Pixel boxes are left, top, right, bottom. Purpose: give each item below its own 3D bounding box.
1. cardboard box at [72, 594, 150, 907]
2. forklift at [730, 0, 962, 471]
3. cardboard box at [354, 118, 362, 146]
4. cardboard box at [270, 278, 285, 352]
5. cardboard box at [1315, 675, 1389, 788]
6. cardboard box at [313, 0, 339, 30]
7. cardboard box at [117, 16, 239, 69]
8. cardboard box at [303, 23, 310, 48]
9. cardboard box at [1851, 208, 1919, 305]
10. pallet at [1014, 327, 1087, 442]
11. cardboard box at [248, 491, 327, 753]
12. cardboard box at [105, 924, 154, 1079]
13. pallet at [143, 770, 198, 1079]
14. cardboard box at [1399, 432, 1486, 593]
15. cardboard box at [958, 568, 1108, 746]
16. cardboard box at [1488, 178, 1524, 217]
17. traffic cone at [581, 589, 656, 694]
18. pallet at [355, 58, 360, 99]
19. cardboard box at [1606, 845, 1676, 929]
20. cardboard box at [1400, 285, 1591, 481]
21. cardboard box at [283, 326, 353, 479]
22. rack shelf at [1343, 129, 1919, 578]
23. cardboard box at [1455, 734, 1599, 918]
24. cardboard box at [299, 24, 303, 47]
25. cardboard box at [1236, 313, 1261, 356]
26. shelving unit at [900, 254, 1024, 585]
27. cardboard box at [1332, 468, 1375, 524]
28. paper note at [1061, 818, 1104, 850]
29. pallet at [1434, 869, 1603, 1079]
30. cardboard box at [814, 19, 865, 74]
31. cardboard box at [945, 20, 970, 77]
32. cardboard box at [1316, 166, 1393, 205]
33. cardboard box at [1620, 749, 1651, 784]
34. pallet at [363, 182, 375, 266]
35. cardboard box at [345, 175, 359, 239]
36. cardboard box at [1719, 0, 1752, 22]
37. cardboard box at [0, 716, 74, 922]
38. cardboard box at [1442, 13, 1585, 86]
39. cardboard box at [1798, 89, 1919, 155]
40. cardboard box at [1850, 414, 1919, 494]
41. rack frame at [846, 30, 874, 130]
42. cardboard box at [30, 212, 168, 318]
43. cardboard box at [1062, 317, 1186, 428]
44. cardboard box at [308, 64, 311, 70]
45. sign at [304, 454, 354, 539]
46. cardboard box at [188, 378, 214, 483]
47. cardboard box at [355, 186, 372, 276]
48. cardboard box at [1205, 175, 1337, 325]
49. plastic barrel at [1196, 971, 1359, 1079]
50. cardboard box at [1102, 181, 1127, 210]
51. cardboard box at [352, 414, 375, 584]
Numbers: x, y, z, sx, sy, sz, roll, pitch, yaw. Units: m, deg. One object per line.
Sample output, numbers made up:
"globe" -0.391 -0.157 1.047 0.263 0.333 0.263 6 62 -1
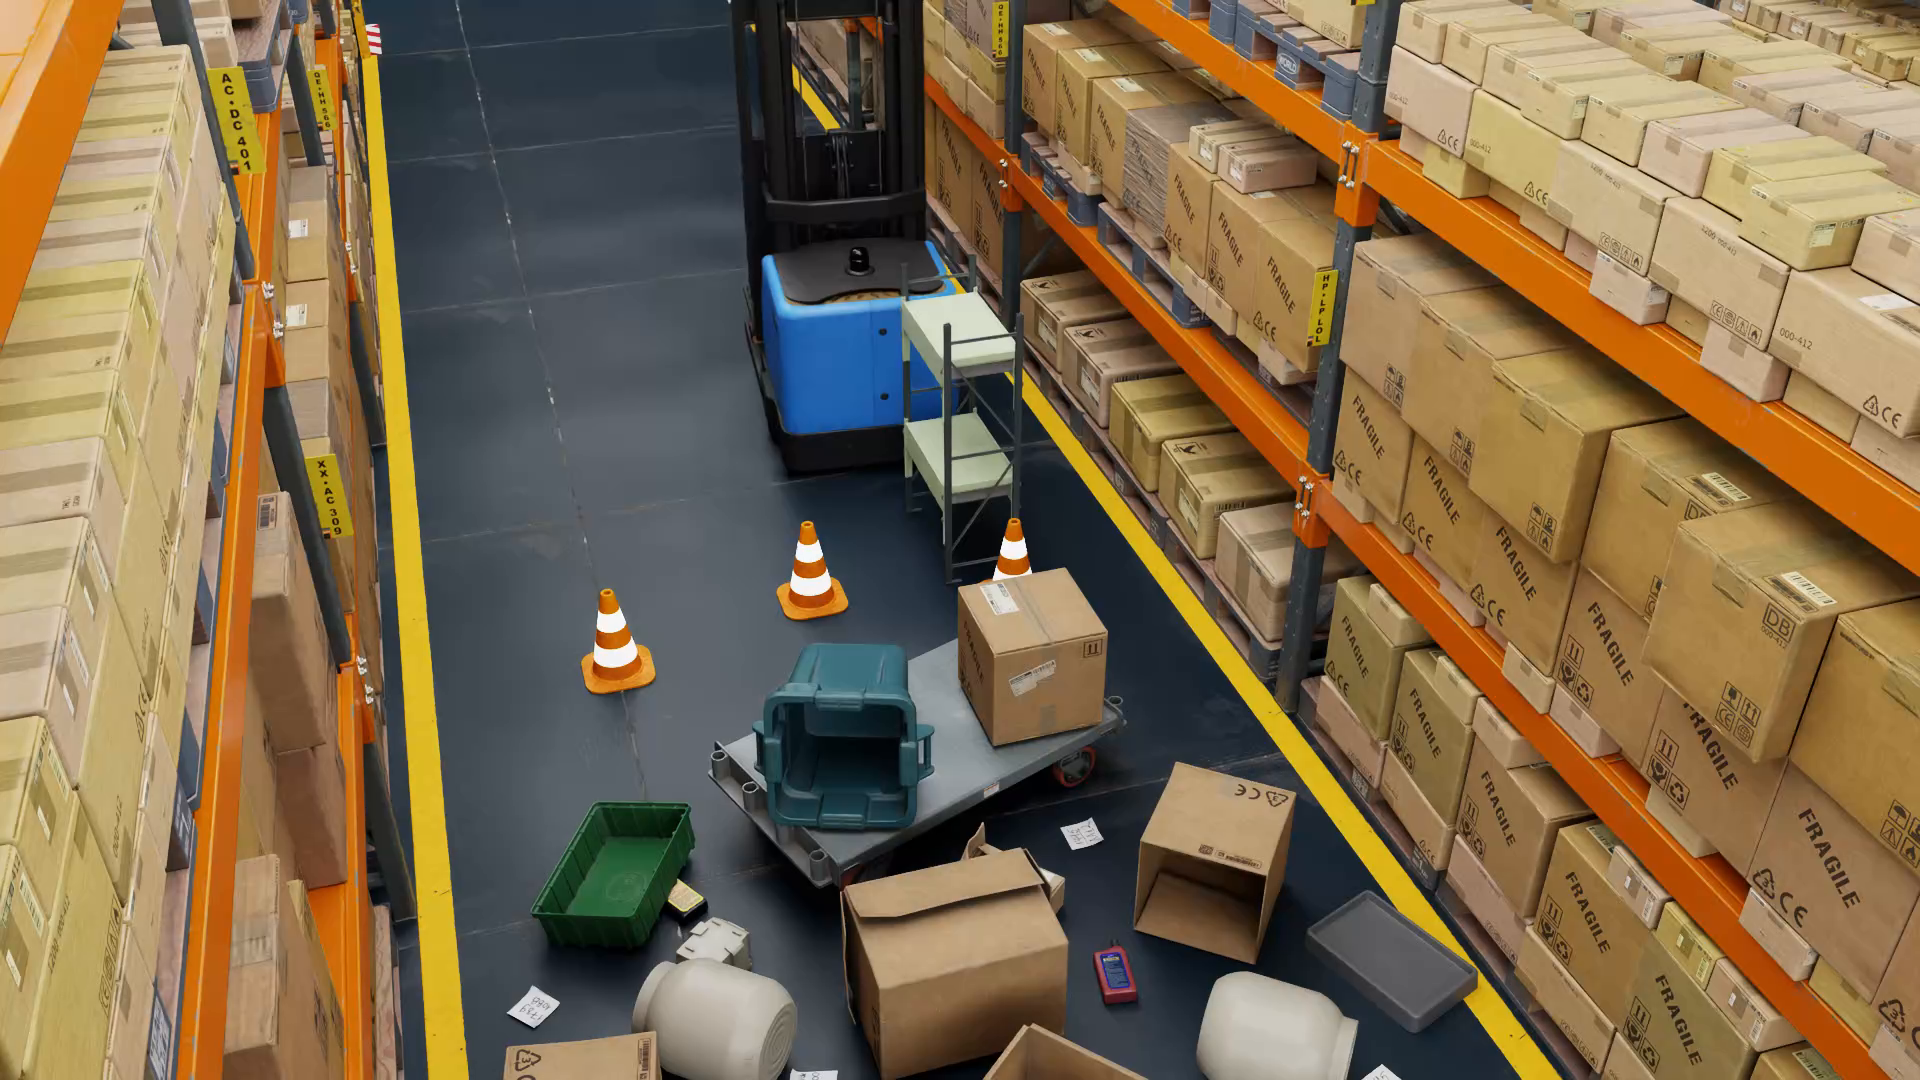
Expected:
"cardboard box" -1.533 0.348 2.495 0.500 0.250 0.500 -10 35 -15
"forklift" -0.803 -2.421 10.075 1.130 2.935 3.031 -7 34 -10
"cardboard box" -4.941 -3.213 13.147 0.380 0.149 0.250 -8 34 -13
"cardboard box" -3.164 -0.913 6.732 0.700 0.500 0.500 -10 35 -14
"cardboard box" 1.912 0.783 7.277 0.500 0.250 0.500 -12 35 -17
"cardboard box" -4.909 -3.958 12.567 0.380 0.149 0.250 -9 34 -13
"cardboard box" -2.874 -1.802 6.111 0.380 0.149 0.250 -10 35 -15
"cardboard box" -4.505 -3.329 10.964 0.380 0.149 0.250 -12 35 -17
"cardboard box" 2.536 -0.738 4.249 0.380 0.149 0.250 -11 35 -16
"pallet" 1.006 -1.071 10.498 1.003 0.211 1.213 -10 35 -15
"cardboard box" -2.336 0.297 4.784 0.875 0.550 0.550 -10 35 -15
"cardboard box" -1.352 0.710 2.310 0.380 0.149 0.250 -10 35 -14
"pallet" -1.711 0.839 2.439 1.003 0.211 1.213 -10 35 -15
"cardboard box" 2.033 -0.173 6.250 0.500 0.500 0.500 -10 35 -15
"cardboard box" 0.303 0.498 7.176 0.500 0.500 0.500 -10 35 -15
"cardboard box" 2.058 -1.228 5.714 0.380 0.149 0.250 -10 35 -15
"traffic cone" -1.665 0.441 7.982 0.336 0.463 0.334 -10 35 -15
"pallet" -6.118 -4.324 15.421 1.003 0.211 1.213 -10 35 -15
"cardboard box" 2.388 1.115 5.506 0.380 0.149 0.250 -9 34 -13
"cardboard box" 2.052 -0.588 5.971 0.700 0.500 0.500 -10 35 -14
"cardboard box" -2.903 -0.550 7.090 0.500 0.500 0.500 -10 35 -15
"rack shelf" 2.599 -0.446 4.955 1.077 0.370 4.000 -10 35 -15
"cardboard box" 2.243 1.021 6.236 0.500 0.500 0.500 -8 34 -12
"cardboard box" -4.346 -3.174 10.460 0.380 0.149 0.250 -10 35 -15
"cardboard box" 1.505 -0.980 7.679 0.380 0.149 0.250 -11 35 -16
"shelving unit" 0.002 -0.622 8.651 0.431 1.500 0.755 -10 35 -15
"cardboard box" 1.779 -0.220 6.910 0.380 0.149 0.250 -10 35 -15
"paper note" 0.526 1.259 7.136 0.148 0.019 0.142 -10 35 -15
"pallet" 2.603 1.607 6.446 1.003 0.211 1.213 -10 35 -15
"cardboard box" -0.814 -4.669 15.357 0.875 0.438 0.875 -11 35 -16
"cardboard box" 0.219 -3.271 10.981 0.500 0.250 0.500 -11 35 -16
"cardboard box" 1.966 -1.443 7.791 0.500 0.500 0.500 -10 35 -15
"cardboard box" 2.444 0.694 5.526 0.380 0.149 0.250 -10 35 -15
"pallet" -4.896 -2.287 12.339 1.003 0.211 1.213 -10 35 -15
"cardboard box" -4.188 -2.135 10.786 0.500 0.250 0.500 -10 35 -14
"cardboard box" 5.311 -3.577 11.082 0.380 0.149 0.250 -9 35 -13
"cardboard box" -1.348 0.384 2.079 0.380 0.149 0.250 -10 35 -14
"cardboard box" 1.881 -1.672 5.663 0.380 0.149 0.250 -9 35 -13
"cardboard box" 2.753 -1.224 4.985 0.380 0.149 0.250 -10 35 -14
"cardboard box" 2.543 -0.269 4.262 0.380 0.149 0.250 -10 35 -15
"rack frame" -0.451 -4.745 13.529 1.000 3.000 0.127 -10 35 -15
"cardboard box" -1.895 -0.554 3.499 0.380 0.149 0.250 -10 35 -15
"cardboard box" 1.164 -1.039 9.924 0.950 0.372 0.625 -11 35 -16
"cardboard box" -4.343 -2.931 10.631 0.380 0.149 0.250 -11 35 -16
"sign" -2.166 -0.147 5.715 0.100 0.325 0.005 -10 35 -15
"cardboard box" -1.889 -0.217 3.712 0.380 0.149 0.250 -10 35 -15
"cardboard box" -4.361 -2.106 11.422 0.500 0.500 0.500 -11 35 -16
"cardboard box" 1.477 -1.350 7.650 0.500 0.500 0.500 -10 35 -14
"plastic barrel" 1.137 1.801 5.961 0.512 0.421 0.421 13 36 18
"cardboard box" 0.997 -1.946 9.141 0.380 0.149 0.250 -8 34 -12
"cardboard box" -3.545 -0.202 8.315 1.050 0.750 0.750 -9 35 -14
